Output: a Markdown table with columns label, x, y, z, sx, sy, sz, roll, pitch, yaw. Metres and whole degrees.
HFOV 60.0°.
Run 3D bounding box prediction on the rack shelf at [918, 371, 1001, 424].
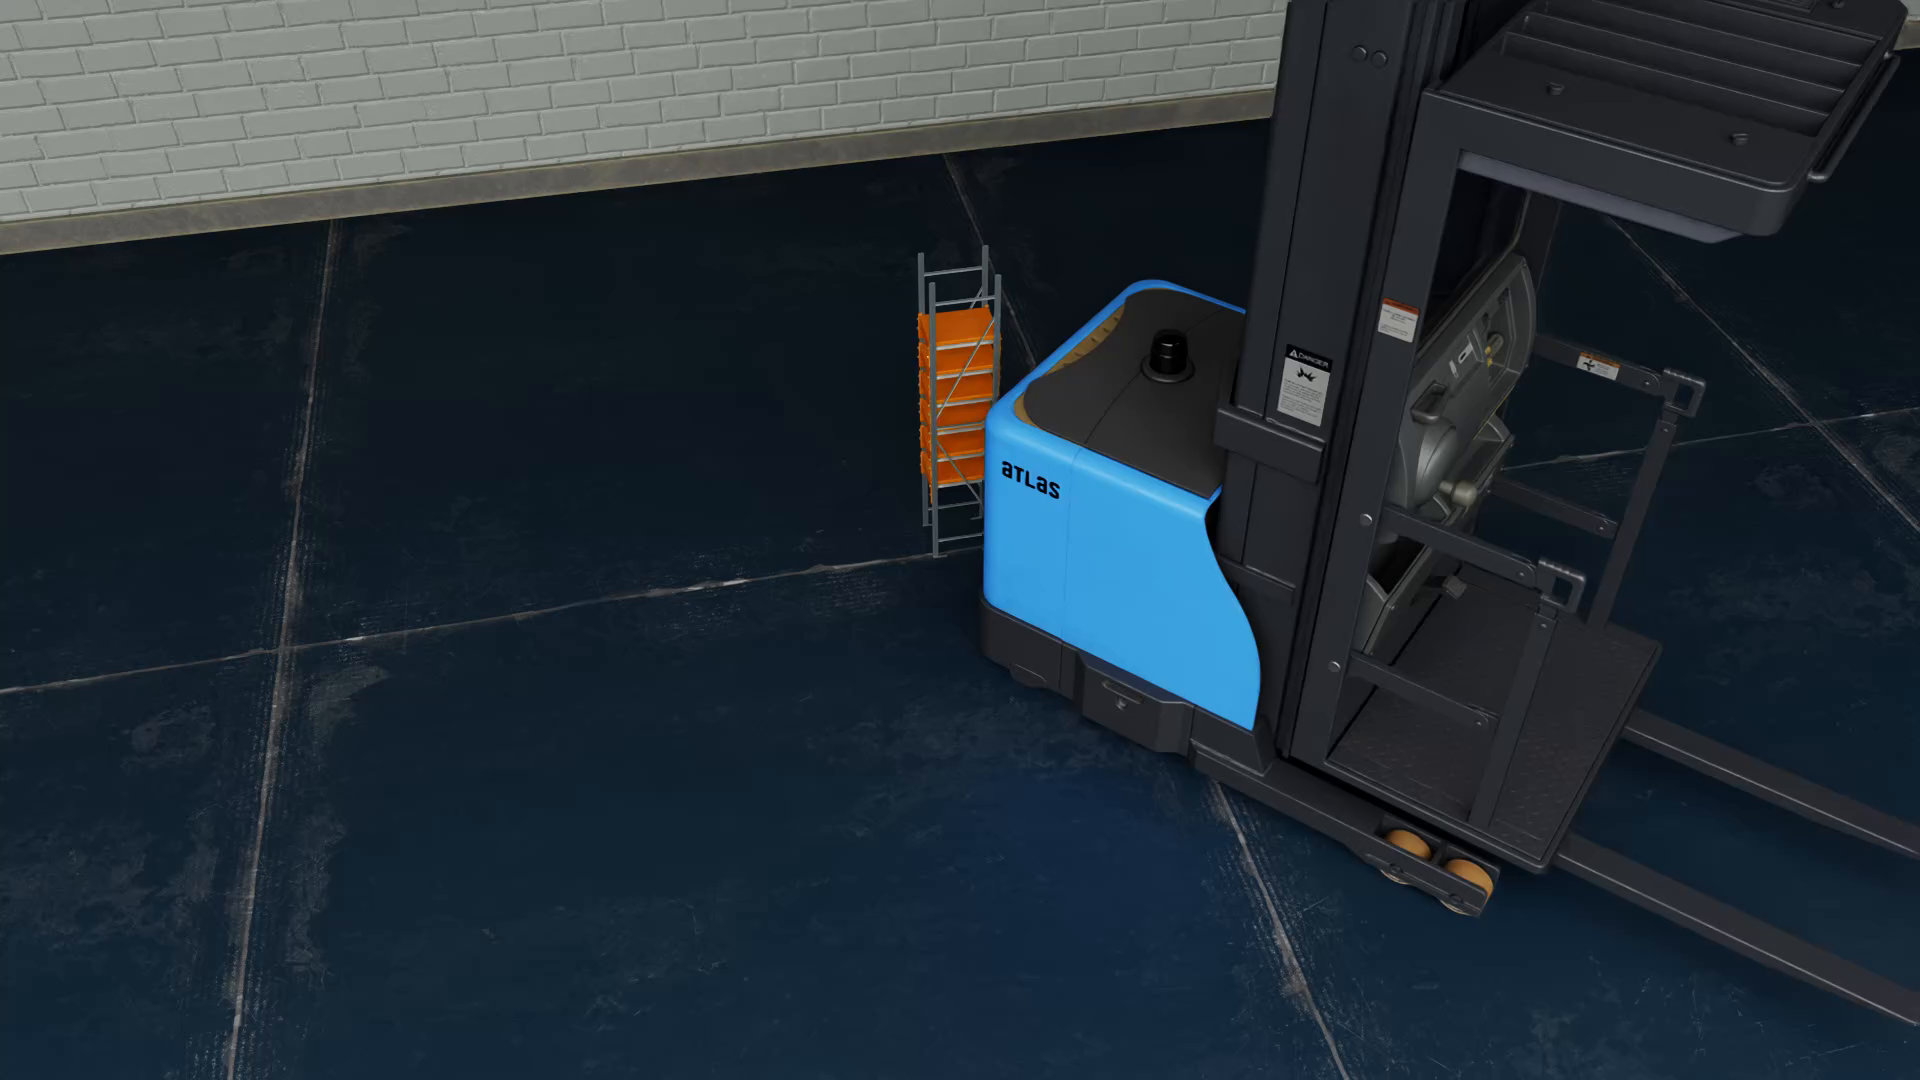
| label | x | y | z | sx | sy | sz | roll | pitch | yaw |
| --- | --- | --- | --- | --- | --- | --- | --- | --- | --- |
| rack shelf | -0.003 | -0.515 | 5.812 | 0.258 | 0.103 | 0.180 | -8 | 42 | -9 |

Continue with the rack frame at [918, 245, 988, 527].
| label | x | y | z | sx | sy | sz | roll | pitch | yaw |
| --- | --- | --- | --- | --- | --- | --- | --- | --- | --- |
| rack frame | -0.023 | -0.517 | 5.929 | 0.240 | 1.200 | 0.006 | -8 | 42 | -9 |

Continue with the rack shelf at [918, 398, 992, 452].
| label | x | y | z | sx | sy | sz | roll | pitch | yaw |
| --- | --- | --- | --- | --- | --- | --- | --- | --- | --- |
| rack shelf | -0.003 | -0.425 | 5.892 | 0.258 | 0.103 | 0.180 | -8 | 42 | -9 |

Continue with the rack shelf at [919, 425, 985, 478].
| label | x | y | z | sx | sy | sz | roll | pitch | yaw |
| --- | --- | --- | --- | --- | --- | --- | --- | --- | --- |
| rack shelf | -0.003 | -0.335 | 5.971 | 0.258 | 0.103 | 0.180 | -8 | 42 | -9 |

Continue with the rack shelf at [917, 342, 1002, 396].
| label | x | y | z | sx | sy | sz | roll | pitch | yaw |
| --- | --- | --- | --- | --- | --- | --- | --- | --- | --- |
| rack shelf | -0.003 | -0.604 | 5.732 | 0.258 | 0.103 | 0.180 | -8 | 42 | -9 |

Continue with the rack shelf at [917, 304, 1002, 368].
| label | x | y | z | sx | sy | sz | roll | pitch | yaw |
| --- | --- | --- | --- | --- | --- | --- | --- | --- | --- |
| rack shelf | -0.003 | -0.694 | 5.653 | 0.258 | 0.103 | 0.180 | -8 | 42 | -9 |

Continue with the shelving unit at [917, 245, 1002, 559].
| label | x | y | z | sx | sy | sz | roll | pitch | yaw |
| --- | --- | --- | --- | --- | --- | --- | --- | --- | --- |
| shelving unit | -0.003 | -0.458 | 5.862 | 0.258 | 1.200 | 0.189 | -8 | 42 | -9 |

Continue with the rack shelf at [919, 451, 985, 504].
| label | x | y | z | sx | sy | sz | roll | pitch | yaw |
| --- | --- | --- | --- | --- | --- | --- | --- | --- | --- |
| rack shelf | -0.003 | -0.245 | 6.051 | 0.258 | 0.103 | 0.180 | -8 | 42 | -9 |

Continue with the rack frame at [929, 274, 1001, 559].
| label | x | y | z | sx | sy | sz | roll | pitch | yaw |
| --- | --- | --- | --- | --- | --- | --- | --- | --- | --- |
| rack frame | 0.017 | -0.399 | 5.795 | 0.240 | 1.200 | 0.006 | -8 | 42 | -9 |

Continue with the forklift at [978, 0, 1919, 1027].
| label | x | y | z | sx | sy | sz | roll | pitch | yaw |
| --- | --- | --- | --- | --- | --- | --- | --- | --- | --- |
| forklift | 1.561 | -0.380 | 4.471 | 3.031 | 2.935 | 1.130 | 25 | 47 | 25 |
